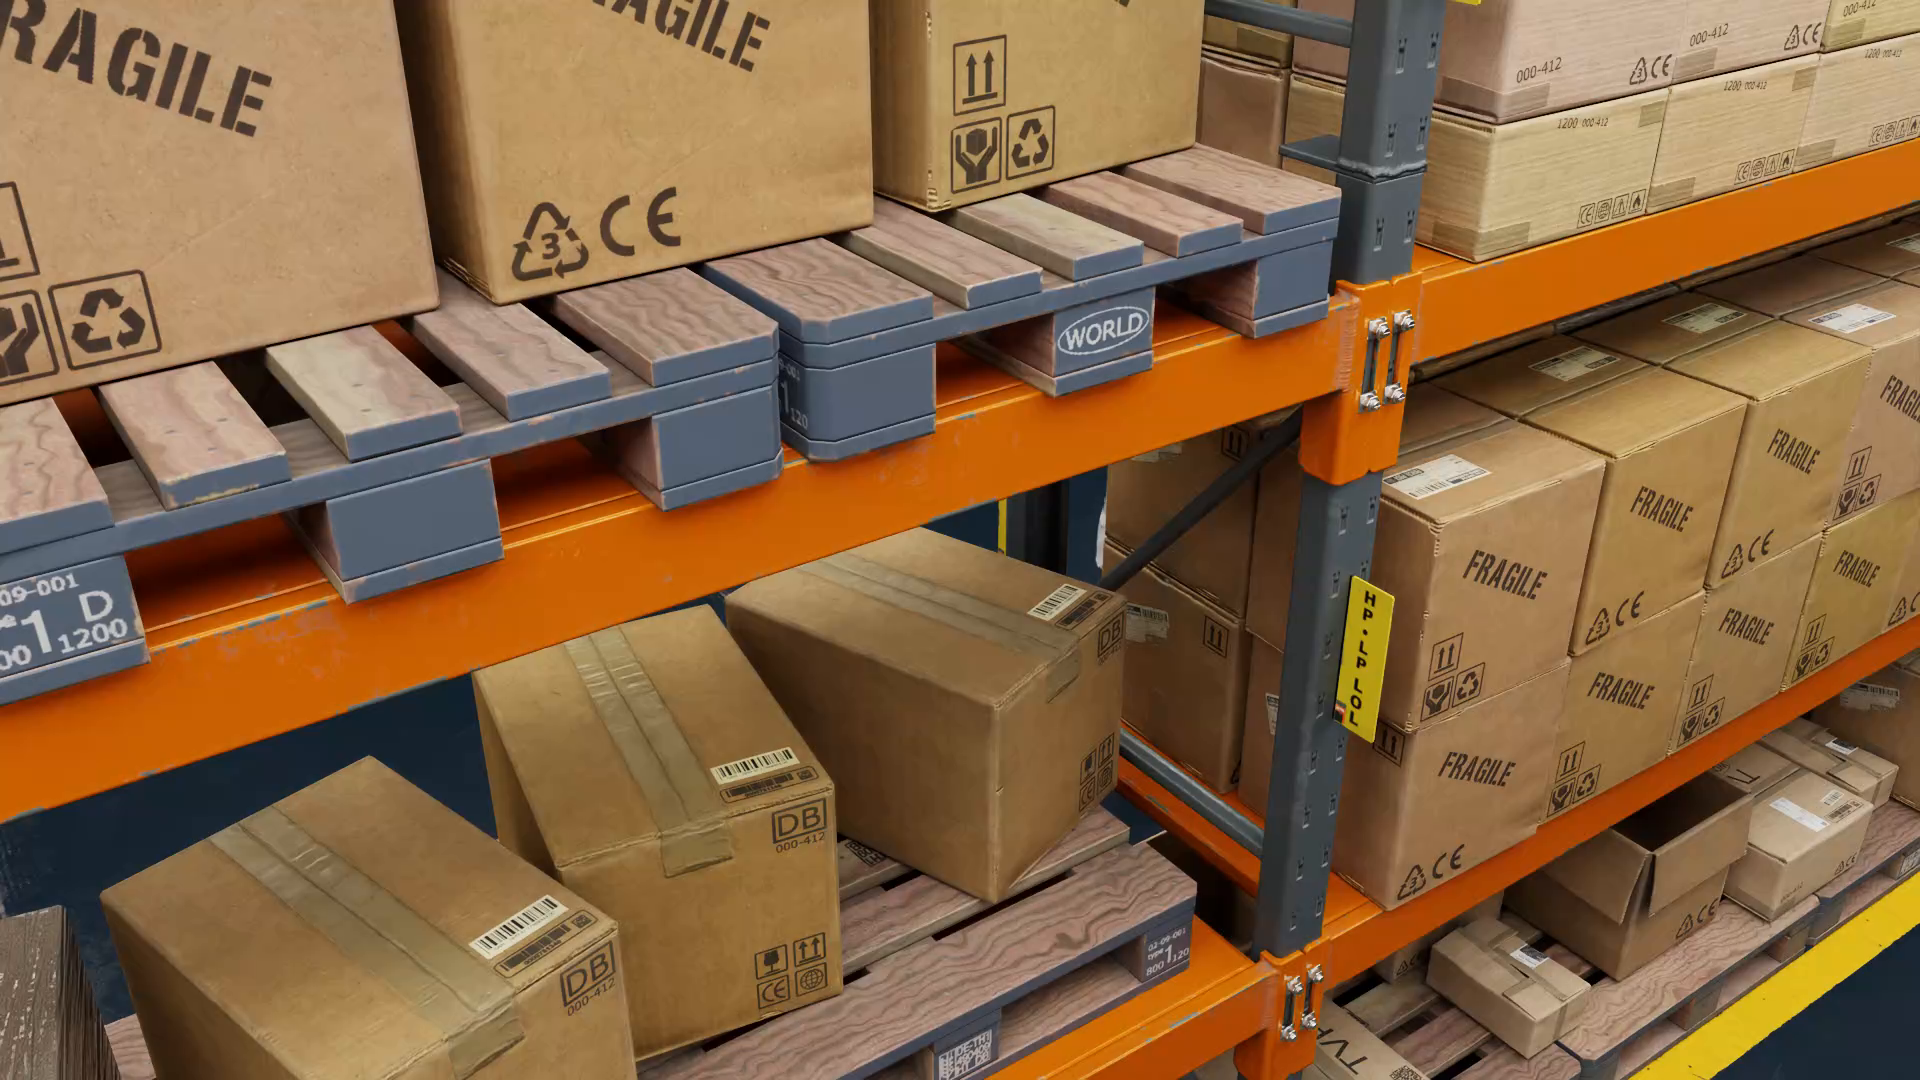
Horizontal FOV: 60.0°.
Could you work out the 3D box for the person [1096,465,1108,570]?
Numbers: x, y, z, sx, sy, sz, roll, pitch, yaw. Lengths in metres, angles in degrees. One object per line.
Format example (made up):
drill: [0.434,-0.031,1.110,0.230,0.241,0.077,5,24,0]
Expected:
person: [0.762,0.066,5.972,0.513,1.768,0.530,-17,33,-28]
